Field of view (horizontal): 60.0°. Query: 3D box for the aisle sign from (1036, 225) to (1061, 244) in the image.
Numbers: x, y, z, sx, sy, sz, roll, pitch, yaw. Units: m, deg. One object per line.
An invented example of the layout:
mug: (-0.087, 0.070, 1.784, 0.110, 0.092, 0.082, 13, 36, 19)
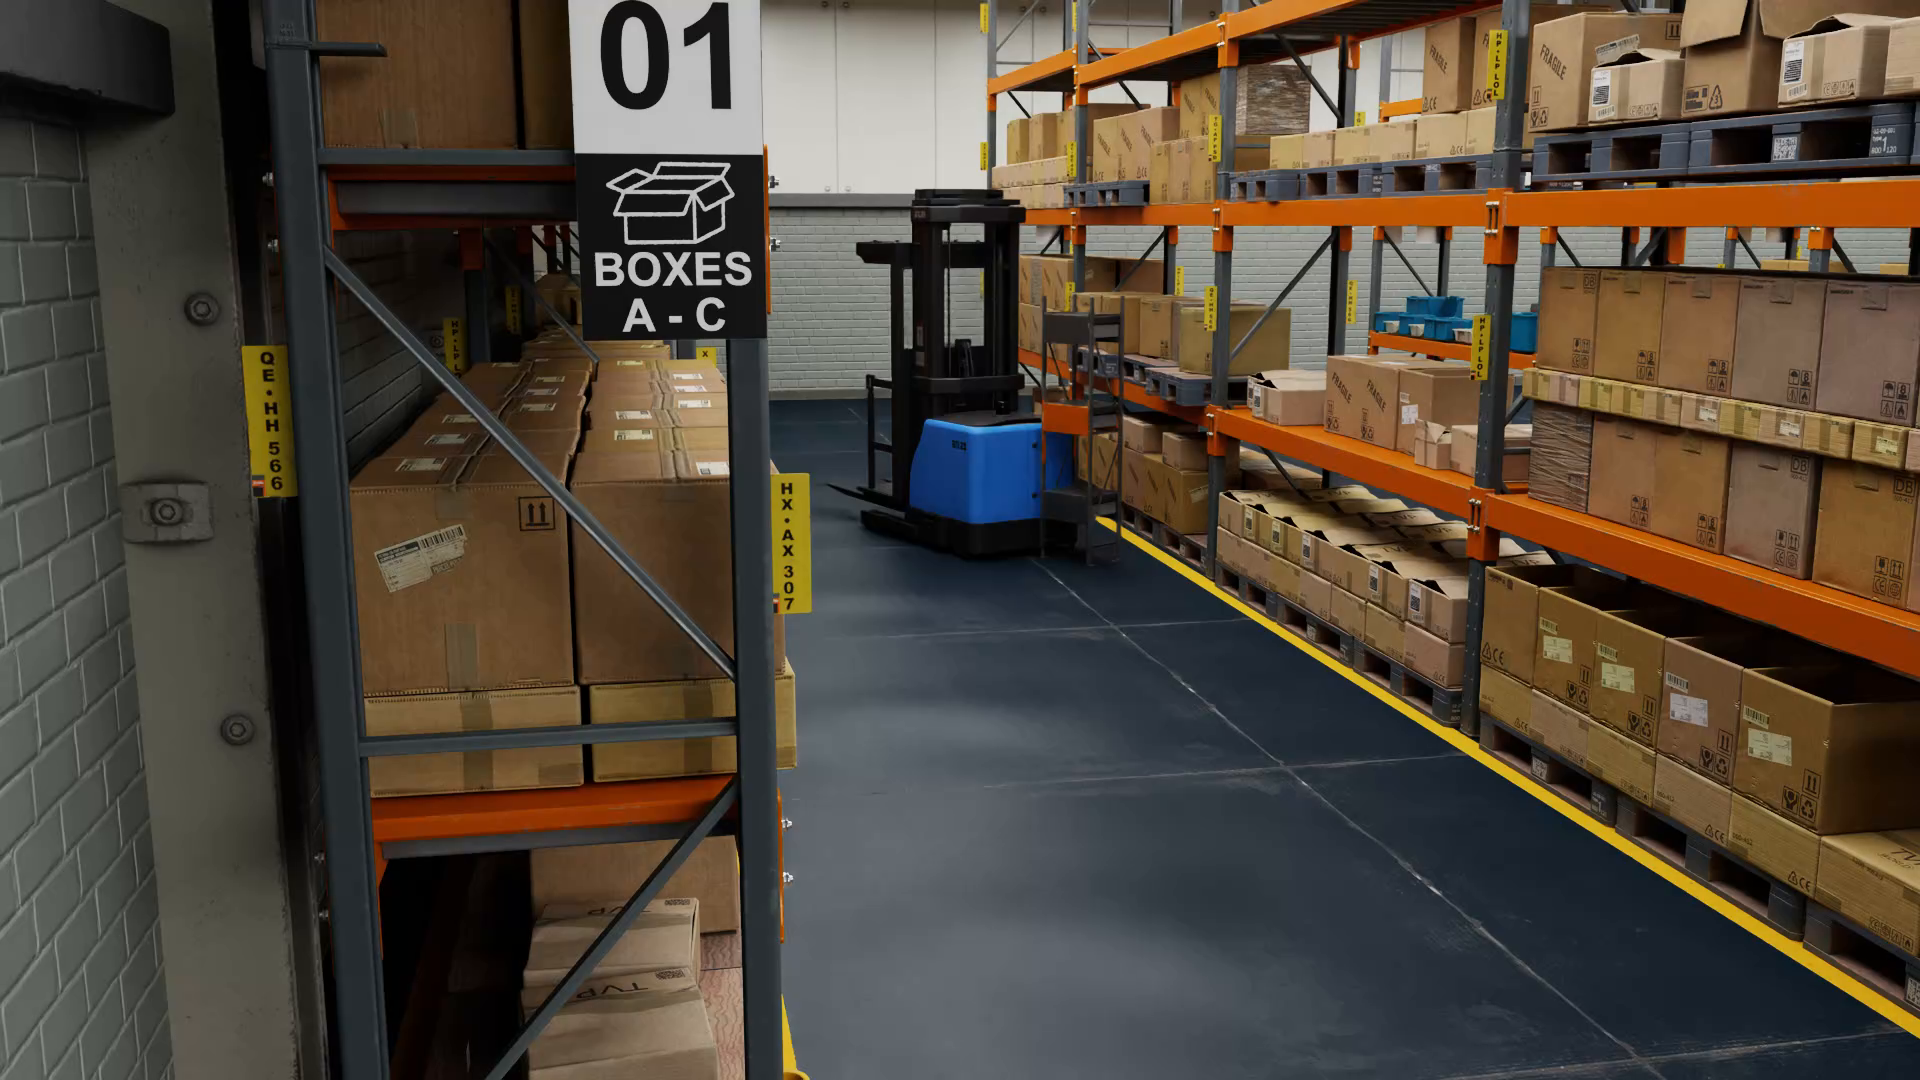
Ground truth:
aisle sign: (1.109, -3.962, 20.036, 0.394, 0.787, 0.004, -2, 11, -11)

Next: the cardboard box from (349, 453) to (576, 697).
cardboard box: (-1.225, 0.071, 4.143, 0.500, 0.500, 0.500, -2, 11, -12)

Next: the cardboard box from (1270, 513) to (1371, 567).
cardboard box: (2.399, -0.028, 11.054, 0.500, 0.311, 0.500, -2, 11, -13)

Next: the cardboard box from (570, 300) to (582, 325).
cardboard box: (-2.307, -1.476, 10.751, 0.380, 0.149, 0.250, -4, 12, -21)

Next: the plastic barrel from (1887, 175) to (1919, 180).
plastic barrel: (7.184, -2.935, 12.229, 0.600, 0.901, 0.600, 0, 11, 0)

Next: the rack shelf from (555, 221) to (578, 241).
rack shelf: (-3.647, -3.234, 17.064, 1.077, 0.370, 4.000, -2, 11, -11)

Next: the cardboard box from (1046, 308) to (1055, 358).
cardboard box: (1.149, -2.153, 17.220, 0.500, 0.500, 0.500, -2, 11, -9)

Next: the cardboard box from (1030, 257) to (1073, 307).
cardboard box: (1.047, -2.737, 17.614, 0.500, 0.500, 0.500, -2, 11, -11)

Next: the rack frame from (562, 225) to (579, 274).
rack frame: (-4.036, -2.480, 19.205, 1.000, 3.000, 0.127, -2, 11, -11)

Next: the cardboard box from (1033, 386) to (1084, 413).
cardboard box: (1.169, -1.558, 19.871, 0.500, 0.500, 0.500, -2, 11, -11)

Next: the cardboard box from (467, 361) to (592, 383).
cardboard box: (-1.816, -0.490, 7.091, 0.500, 0.500, 0.500, -2, 11, -12)

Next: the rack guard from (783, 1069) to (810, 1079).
rack guard: (-0.939, 1.668, 4.094, 1.175, 0.500, 0.348, -2, 11, -11)

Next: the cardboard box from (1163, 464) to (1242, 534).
cardboard box: (1.966, -0.345, 13.495, 0.500, 0.500, 0.500, -2, 11, -9)

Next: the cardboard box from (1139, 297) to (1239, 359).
cardboard box: (2.004, -1.861, 14.561, 0.700, 0.500, 0.500, -5, 12, -25)

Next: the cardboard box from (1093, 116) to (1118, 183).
cardboard box: (1.626, -3.610, 15.463, 0.600, 0.600, 0.600, -3, 11, -16)

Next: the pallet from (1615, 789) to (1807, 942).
pallet: (3.510, 1.281, 6.900, 1.003, 0.211, 1.213, -2, 11, -11)

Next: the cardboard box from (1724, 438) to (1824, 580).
cardboard box: (3.552, -0.146, 6.671, 0.700, 0.500, 0.500, -2, 11, -9)

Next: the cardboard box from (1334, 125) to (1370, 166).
cardboard box: (2.741, -2.518, 10.659, 0.500, 0.250, 0.500, -2, 11, -12)

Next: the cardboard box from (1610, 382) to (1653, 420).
cardboard box: (3.171, -0.630, 7.483, 0.380, 0.149, 0.250, -2, 11, -12)

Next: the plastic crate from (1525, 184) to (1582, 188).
plastic crate: (6.487, -3.754, 18.224, 0.497, 0.269, 0.590, -2, 11, -11)

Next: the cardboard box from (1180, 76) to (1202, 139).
cardboard box: (2.101, -3.475, 13.467, 0.500, 0.500, 0.500, -2, 11, -11)

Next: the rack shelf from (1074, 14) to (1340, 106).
rack shelf: (1.989, -3.958, 13.917, 1.077, 0.370, 4.000, -2, 11, -11)

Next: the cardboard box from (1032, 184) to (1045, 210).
cardboard box: (1.052, -3.590, 17.416, 0.500, 0.250, 0.500, -2, 11, -11)

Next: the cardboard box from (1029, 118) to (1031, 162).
cardboard box: (1.154, -4.399, 18.320, 0.700, 0.500, 0.500, -2, 11, -11)

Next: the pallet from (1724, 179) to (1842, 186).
pallet: (7.184, -2.898, 13.882, 1.003, 0.211, 1.213, -2, 11, -11)

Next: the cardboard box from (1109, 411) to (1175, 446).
cardboard box: (1.649, -1.003, 14.947, 0.500, 0.250, 0.500, -2, 11, -11)

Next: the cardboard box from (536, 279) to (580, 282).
cardboard box: (-3.117, -1.943, 13.260, 0.500, 0.250, 0.500, -2, 11, -12)

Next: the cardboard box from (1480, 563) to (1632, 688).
cardboard box: (2.939, 0.412, 8.233, 0.500, 0.500, 0.500, -2, 11, -11)

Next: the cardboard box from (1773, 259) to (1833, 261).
cardboard box: (10.892, -3.382, 21.541, 0.500, 0.500, 0.500, -2, 11, -10)

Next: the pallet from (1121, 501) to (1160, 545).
pallet: (2.036, -0.185, 14.607, 1.003, 0.211, 1.213, -2, 11, -11)

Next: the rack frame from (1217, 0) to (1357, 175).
rack frame: (2.378, -4.141, 11.885, 1.000, 3.000, 0.127, -2, 11, -11)

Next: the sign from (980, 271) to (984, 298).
sign: (0.290, -3.067, 19.970, 0.100, 0.325, 0.005, -2, 11, -11)

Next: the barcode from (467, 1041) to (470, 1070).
barcode: (-1.367, 1.436, 4.622, 0.001, 0.075, 0.075, -2, 11, -11)

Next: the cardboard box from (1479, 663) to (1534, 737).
cardboard box: (2.949, 0.780, 8.305, 0.500, 0.250, 0.500, -2, 11, -11)

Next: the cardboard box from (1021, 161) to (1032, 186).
cardboard box: (0.954, -3.928, 17.851, 0.500, 0.250, 0.500, -2, 11, -11)

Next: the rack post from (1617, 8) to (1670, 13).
rack post: (6.592, -4.861, 15.872, 0.937, 0.300, 0.954, -2, 11, -12)

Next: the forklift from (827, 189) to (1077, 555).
forklift: (-0.216, -1.546, 14.483, 1.130, 2.935, 3.031, -6, 12, -30)

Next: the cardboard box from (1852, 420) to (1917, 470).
cardboard box: (3.472, -0.347, 5.993, 0.380, 0.149, 0.250, -2, 11, -9)

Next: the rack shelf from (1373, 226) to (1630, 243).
rack shelf: (6.070, -3.594, 18.957, 1.077, 0.370, 4.000, -2, 11, -11)

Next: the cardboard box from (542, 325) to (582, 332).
cardboard box: (-2.244, -1.091, 10.461, 0.700, 0.500, 0.500, -3, 11, -16)

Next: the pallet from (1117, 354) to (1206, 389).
pallet: (1.995, -1.456, 14.337, 1.003, 0.211, 1.213, -2, 11, -11)

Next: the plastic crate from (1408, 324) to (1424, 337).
plastic crate: (5.520, -2.497, 19.837, 0.250, 0.136, 0.298, -2, 11, -11)

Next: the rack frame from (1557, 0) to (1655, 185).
rack frame: (6.459, -5.054, 16.682, 1.000, 3.000, 0.127, -2, 11, -11)

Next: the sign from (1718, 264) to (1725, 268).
sign: (9.994, -3.466, 21.855, 0.100, 0.325, 0.005, -2, 11, -11)

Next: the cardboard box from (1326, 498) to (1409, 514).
cardboard box: (2.829, -0.143, 11.654, 0.500, 0.311, 0.500, -2, 11, -12)

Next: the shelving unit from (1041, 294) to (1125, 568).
shelving unit: (0.965, -0.873, 13.161, 0.503, 2.100, 0.431, 10, 15, 44)

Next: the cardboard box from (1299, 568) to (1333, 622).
cardboard box: (2.497, 0.339, 10.625, 0.500, 0.250, 0.500, -2, 11, -10)

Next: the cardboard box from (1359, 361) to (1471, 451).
cardboard box: (2.823, -0.839, 10.316, 0.500, 0.500, 0.500, -2, 11, -11)

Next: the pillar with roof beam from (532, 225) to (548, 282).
pillar with roof beam: (-1.187, -6.048, 21.903, 9.100, 9.000, 0.400, -2, 11, -11)

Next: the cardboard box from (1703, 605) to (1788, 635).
cardboard box: (3.647, 0.577, 7.369, 0.500, 0.500, 0.500, -2, 11, -11)

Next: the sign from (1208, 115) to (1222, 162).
sign: (1.845, -2.902, 12.016, 0.100, 0.325, 0.005, -2, 11, -11)

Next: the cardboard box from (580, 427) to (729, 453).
cardboard box: (-0.809, -0.040, 4.725, 0.500, 0.500, 0.500, -2, 11, -11)

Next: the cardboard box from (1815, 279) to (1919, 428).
cardboard box: (3.639, -0.697, 6.101, 0.700, 0.500, 0.500, -2, 11, -11)

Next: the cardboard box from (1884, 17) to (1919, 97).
cardboard box: (3.451, -1.603, 5.478, 0.500, 0.250, 0.500, -2, 11, -11)
